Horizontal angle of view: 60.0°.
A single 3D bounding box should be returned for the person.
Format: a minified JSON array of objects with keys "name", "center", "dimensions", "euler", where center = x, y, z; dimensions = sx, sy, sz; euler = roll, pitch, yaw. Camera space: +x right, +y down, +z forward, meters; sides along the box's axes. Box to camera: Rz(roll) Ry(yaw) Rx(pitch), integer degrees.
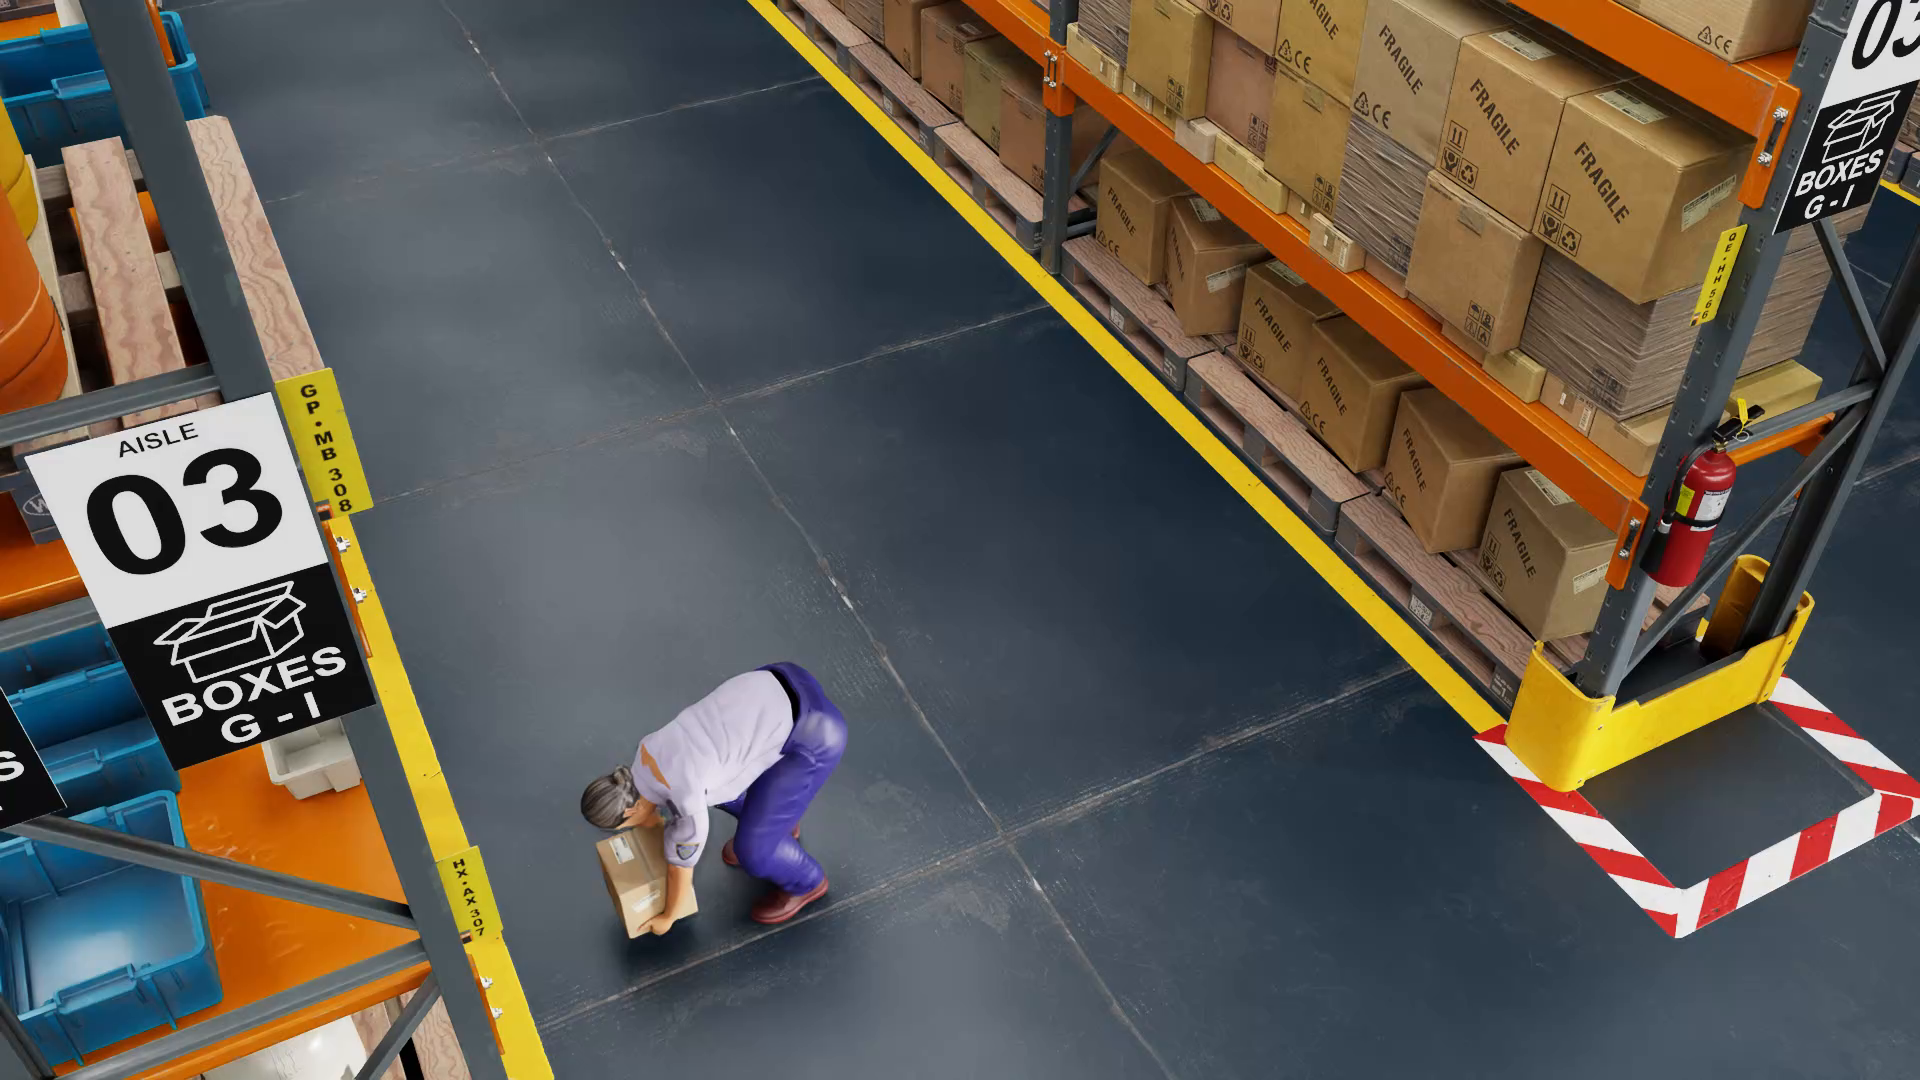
[{"name":"person","center":[-0.819,0.920,5.672],"dimensions":[0.905,0.933,0.506],"euler":[-21,46,-22]}]
